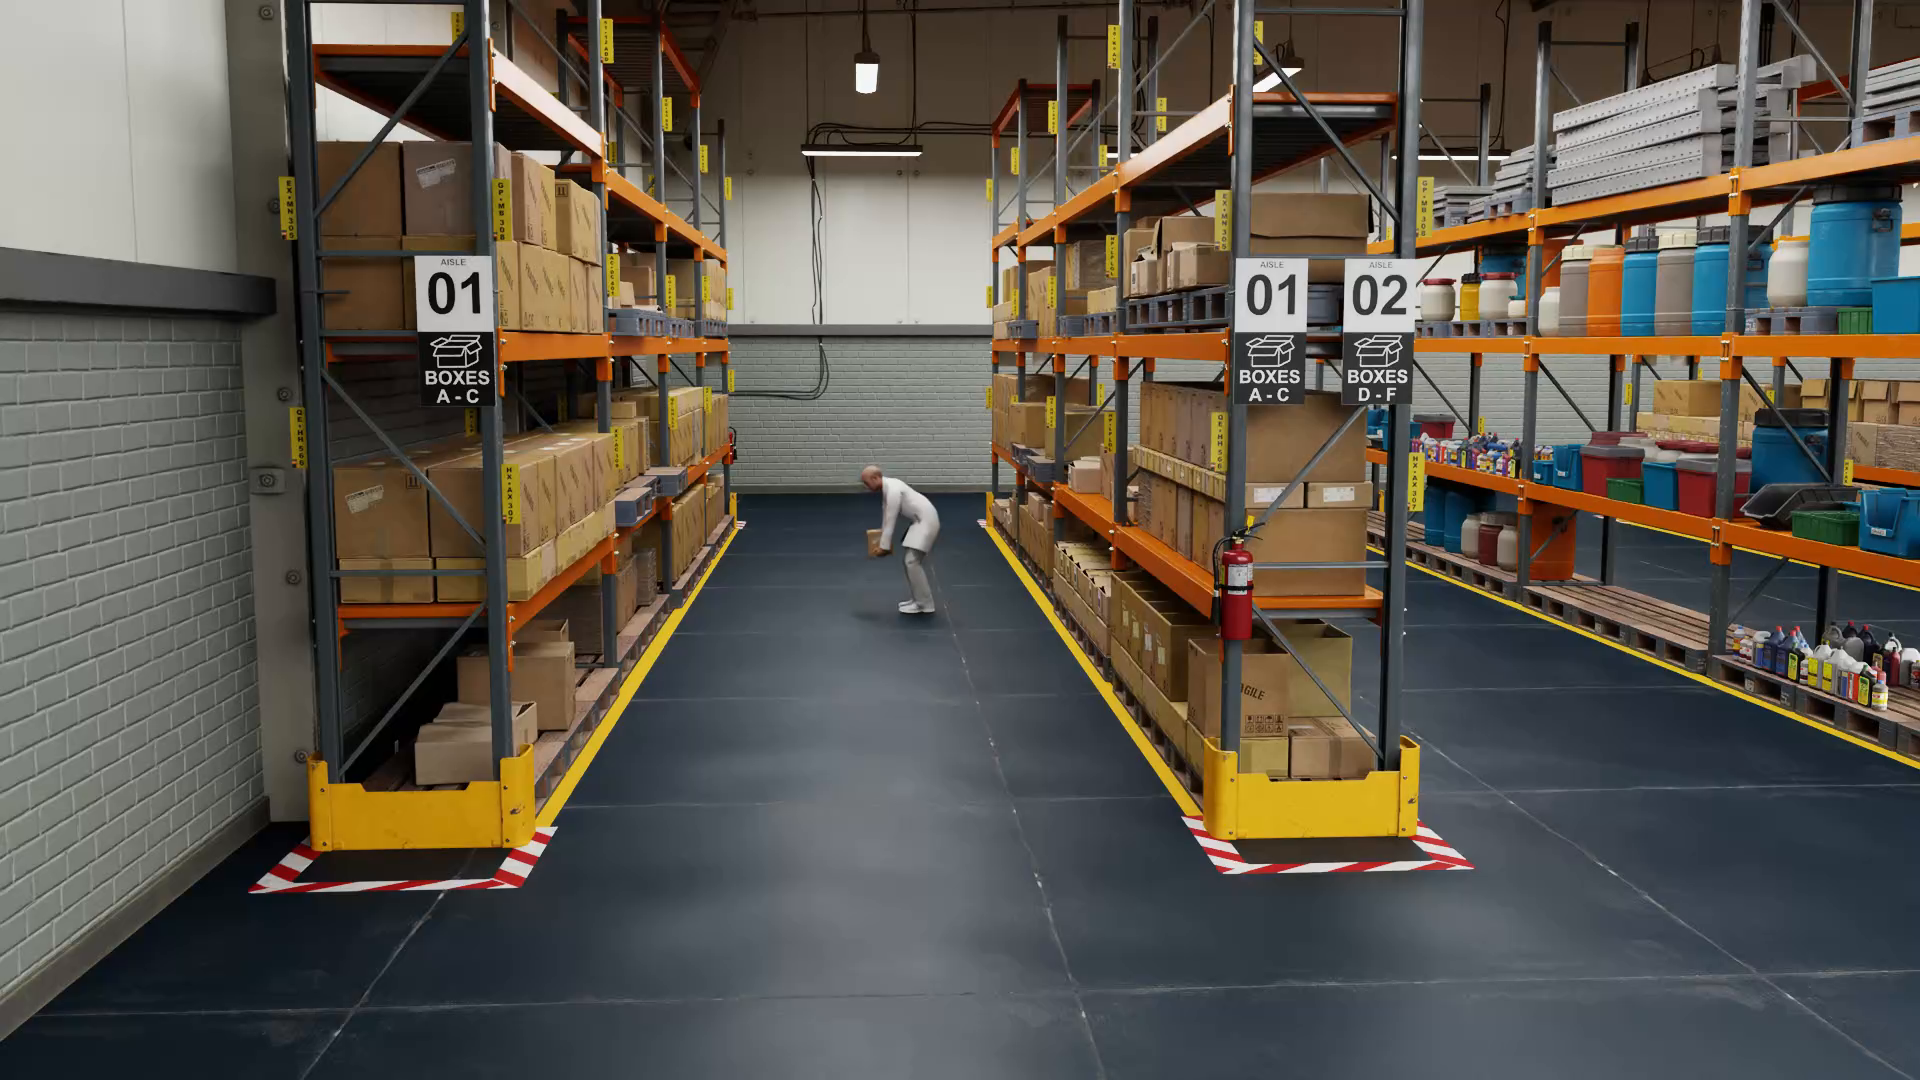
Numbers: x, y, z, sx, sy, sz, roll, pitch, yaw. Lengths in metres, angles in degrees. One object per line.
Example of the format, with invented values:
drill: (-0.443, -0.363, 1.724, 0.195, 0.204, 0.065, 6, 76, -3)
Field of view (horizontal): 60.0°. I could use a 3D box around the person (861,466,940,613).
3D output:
person: (-0.608, -0.010, 17.082, 0.805, 1.504, 0.555, -1, 7, -5)
